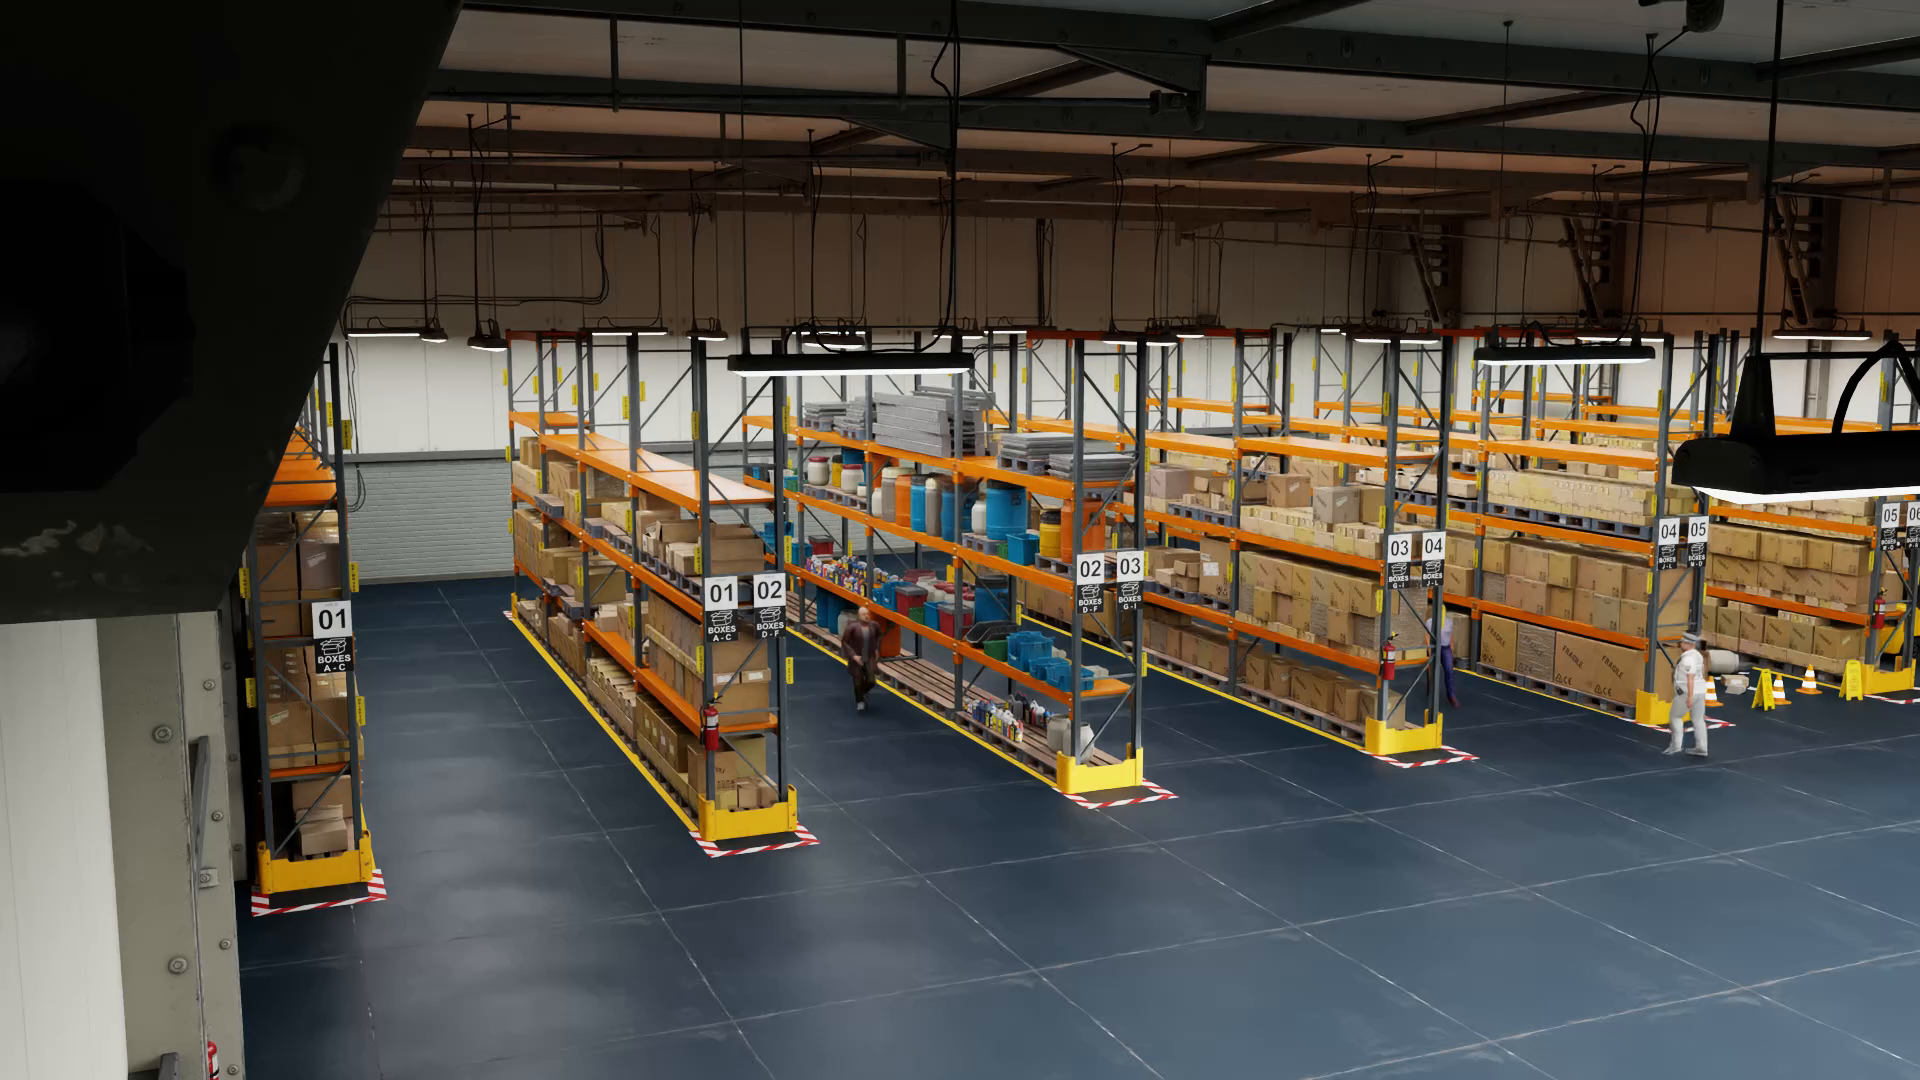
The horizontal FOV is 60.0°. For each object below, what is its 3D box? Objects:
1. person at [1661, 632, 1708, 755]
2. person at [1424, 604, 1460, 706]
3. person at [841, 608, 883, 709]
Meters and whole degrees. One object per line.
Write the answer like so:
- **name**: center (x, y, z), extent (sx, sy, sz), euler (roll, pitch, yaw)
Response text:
- **person**: center (10.526, 2.252, 23.923), extent (0.544, 1.815, 0.599), euler (-5, 9, -30)
- **person**: center (7.842, 1.927, 27.122), extent (0.531, 1.421, 0.885), euler (1, 8, 6)
- **person**: center (-1.568, 1.893, 26.602), extent (0.715, 1.692, 0.674), euler (-2, 8, -13)
